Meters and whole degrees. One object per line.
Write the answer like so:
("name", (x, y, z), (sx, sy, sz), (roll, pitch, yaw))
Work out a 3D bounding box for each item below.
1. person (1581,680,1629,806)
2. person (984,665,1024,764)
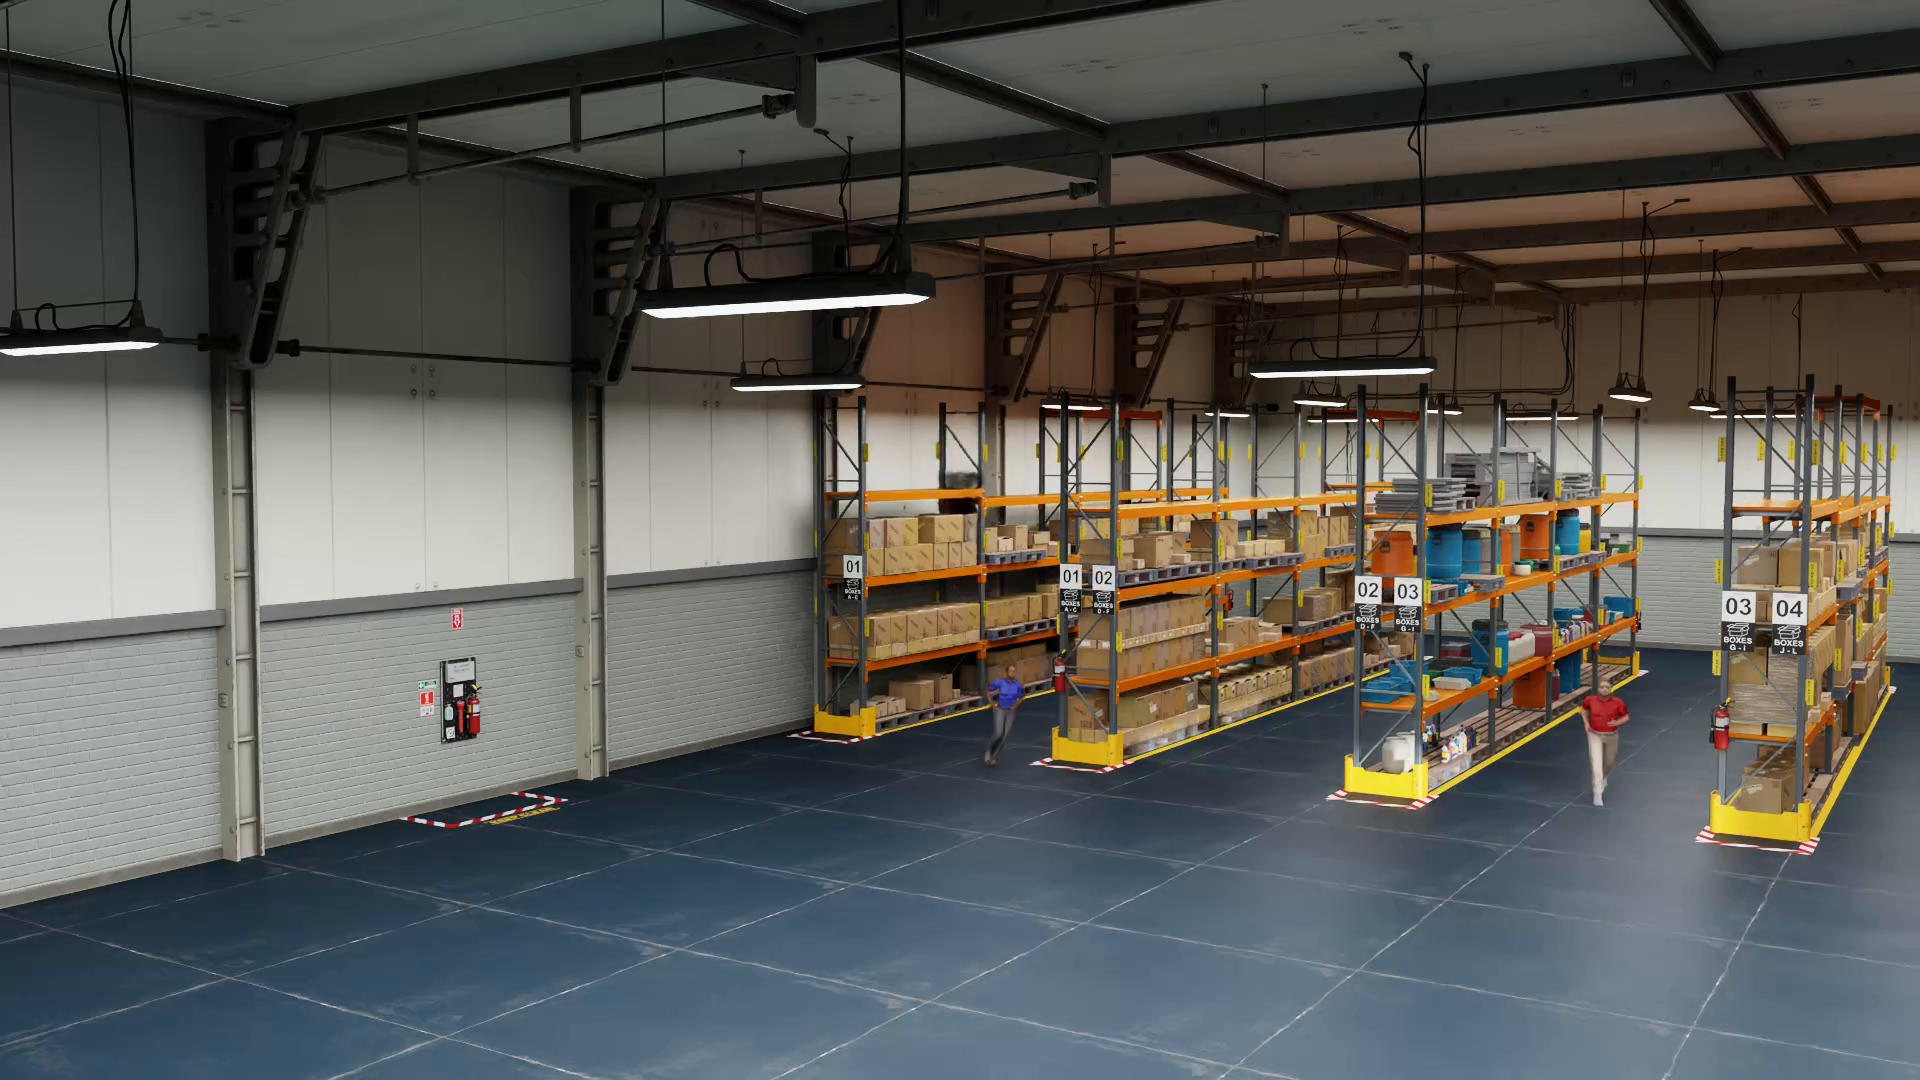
("person", (9.313, 2.898, 24.009), (0.625, 1.775, 1.071), (1, 3, 13))
("person", (0.725, 2.795, 26.577), (0.617, 1.611, 0.550), (-1, 3, -17))
